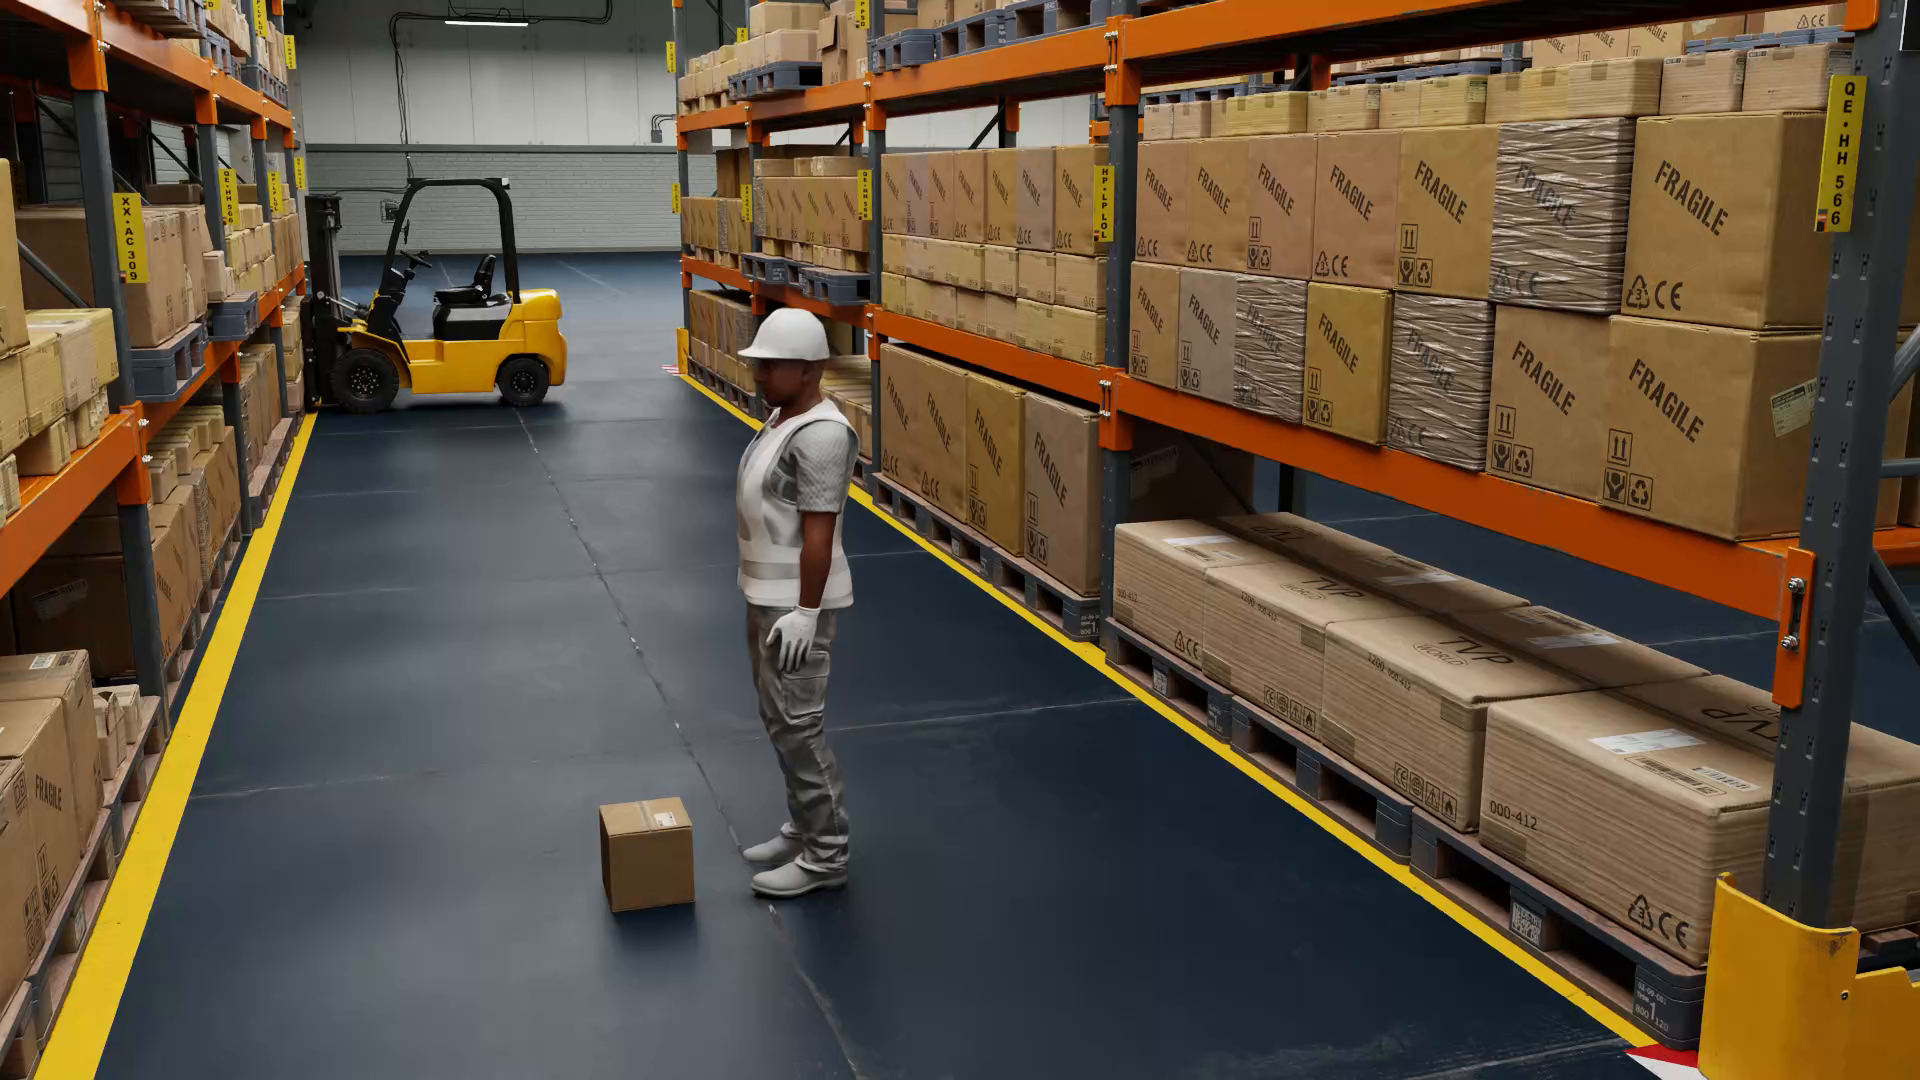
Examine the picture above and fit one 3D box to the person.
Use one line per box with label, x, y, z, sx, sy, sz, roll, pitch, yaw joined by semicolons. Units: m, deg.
person;-0.503;0.195;5.065;0.360;1.790;0.547;-4;13;-17
